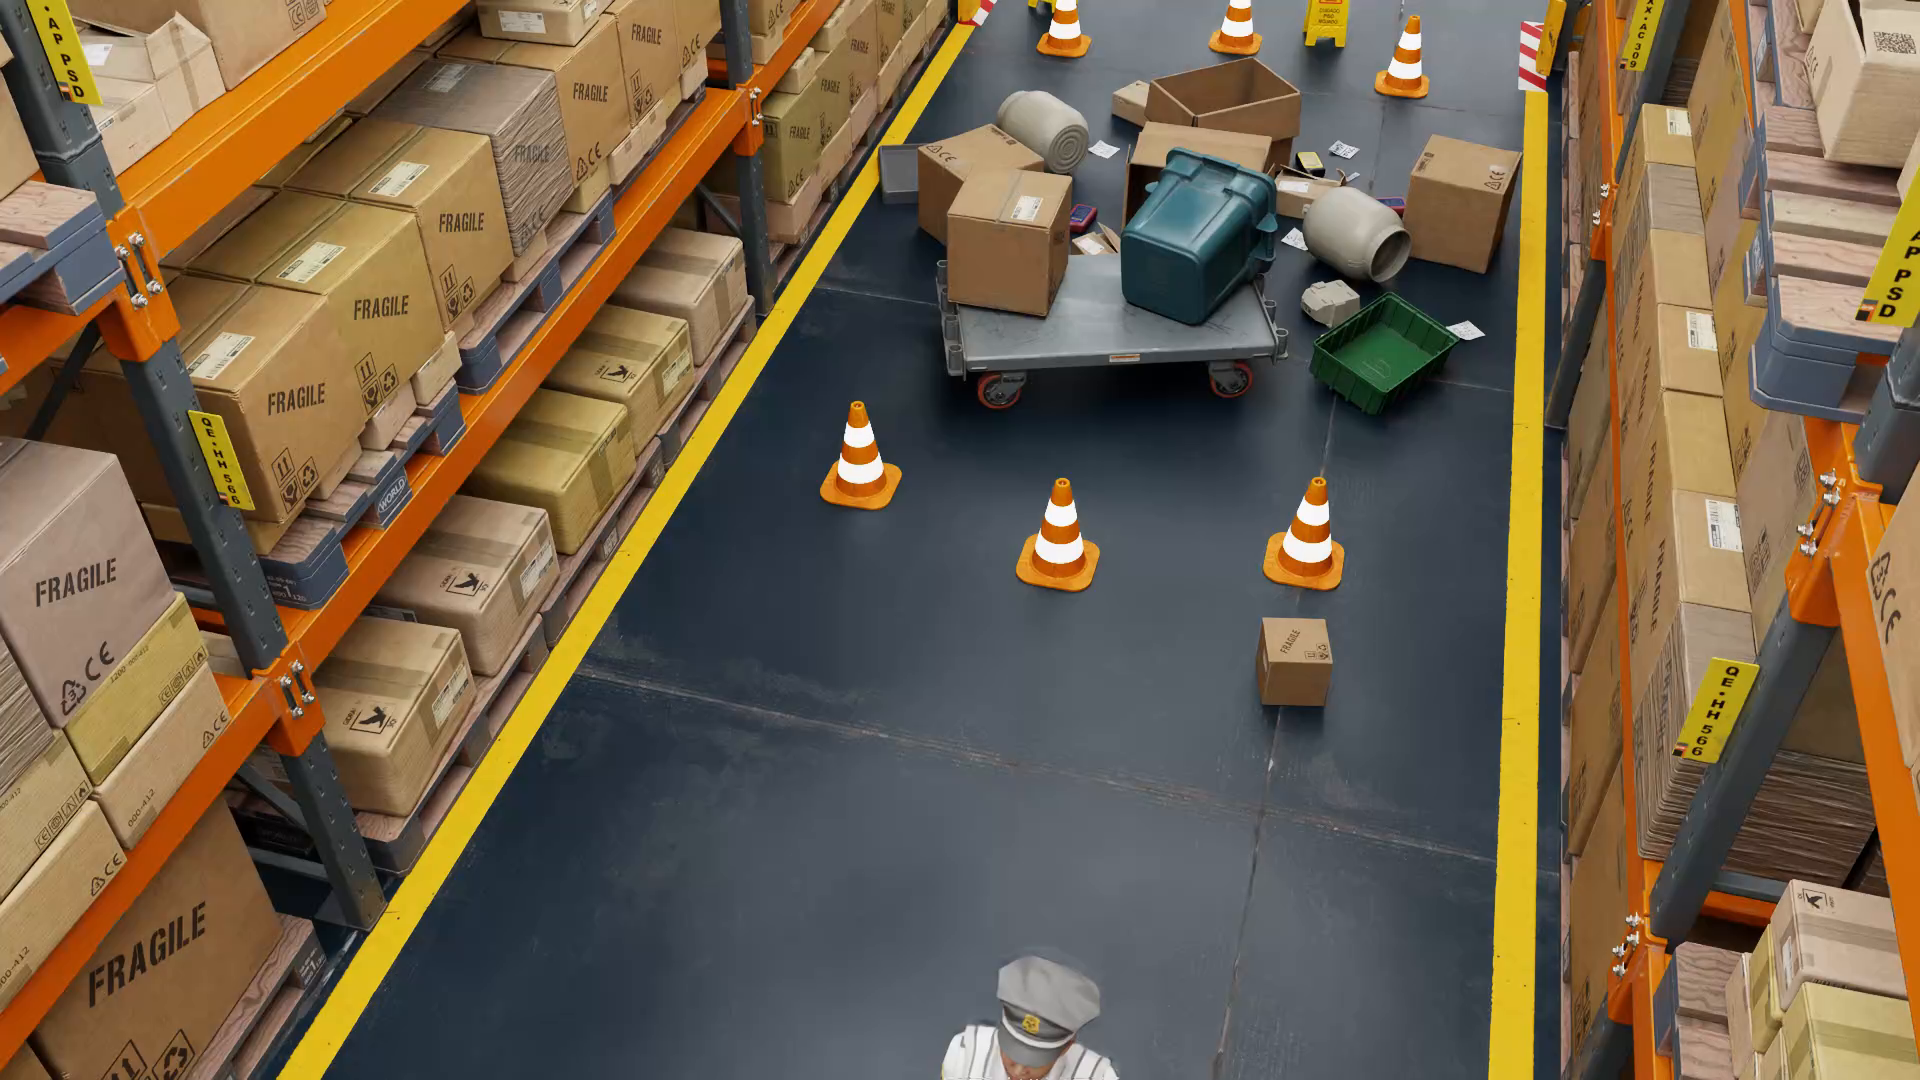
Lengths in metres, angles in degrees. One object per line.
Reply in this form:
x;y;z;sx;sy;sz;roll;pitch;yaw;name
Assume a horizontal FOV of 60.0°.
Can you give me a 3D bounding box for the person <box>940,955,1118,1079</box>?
0.155;1.625;4.259;0.487;1.672;0.614;10;42;11;person
